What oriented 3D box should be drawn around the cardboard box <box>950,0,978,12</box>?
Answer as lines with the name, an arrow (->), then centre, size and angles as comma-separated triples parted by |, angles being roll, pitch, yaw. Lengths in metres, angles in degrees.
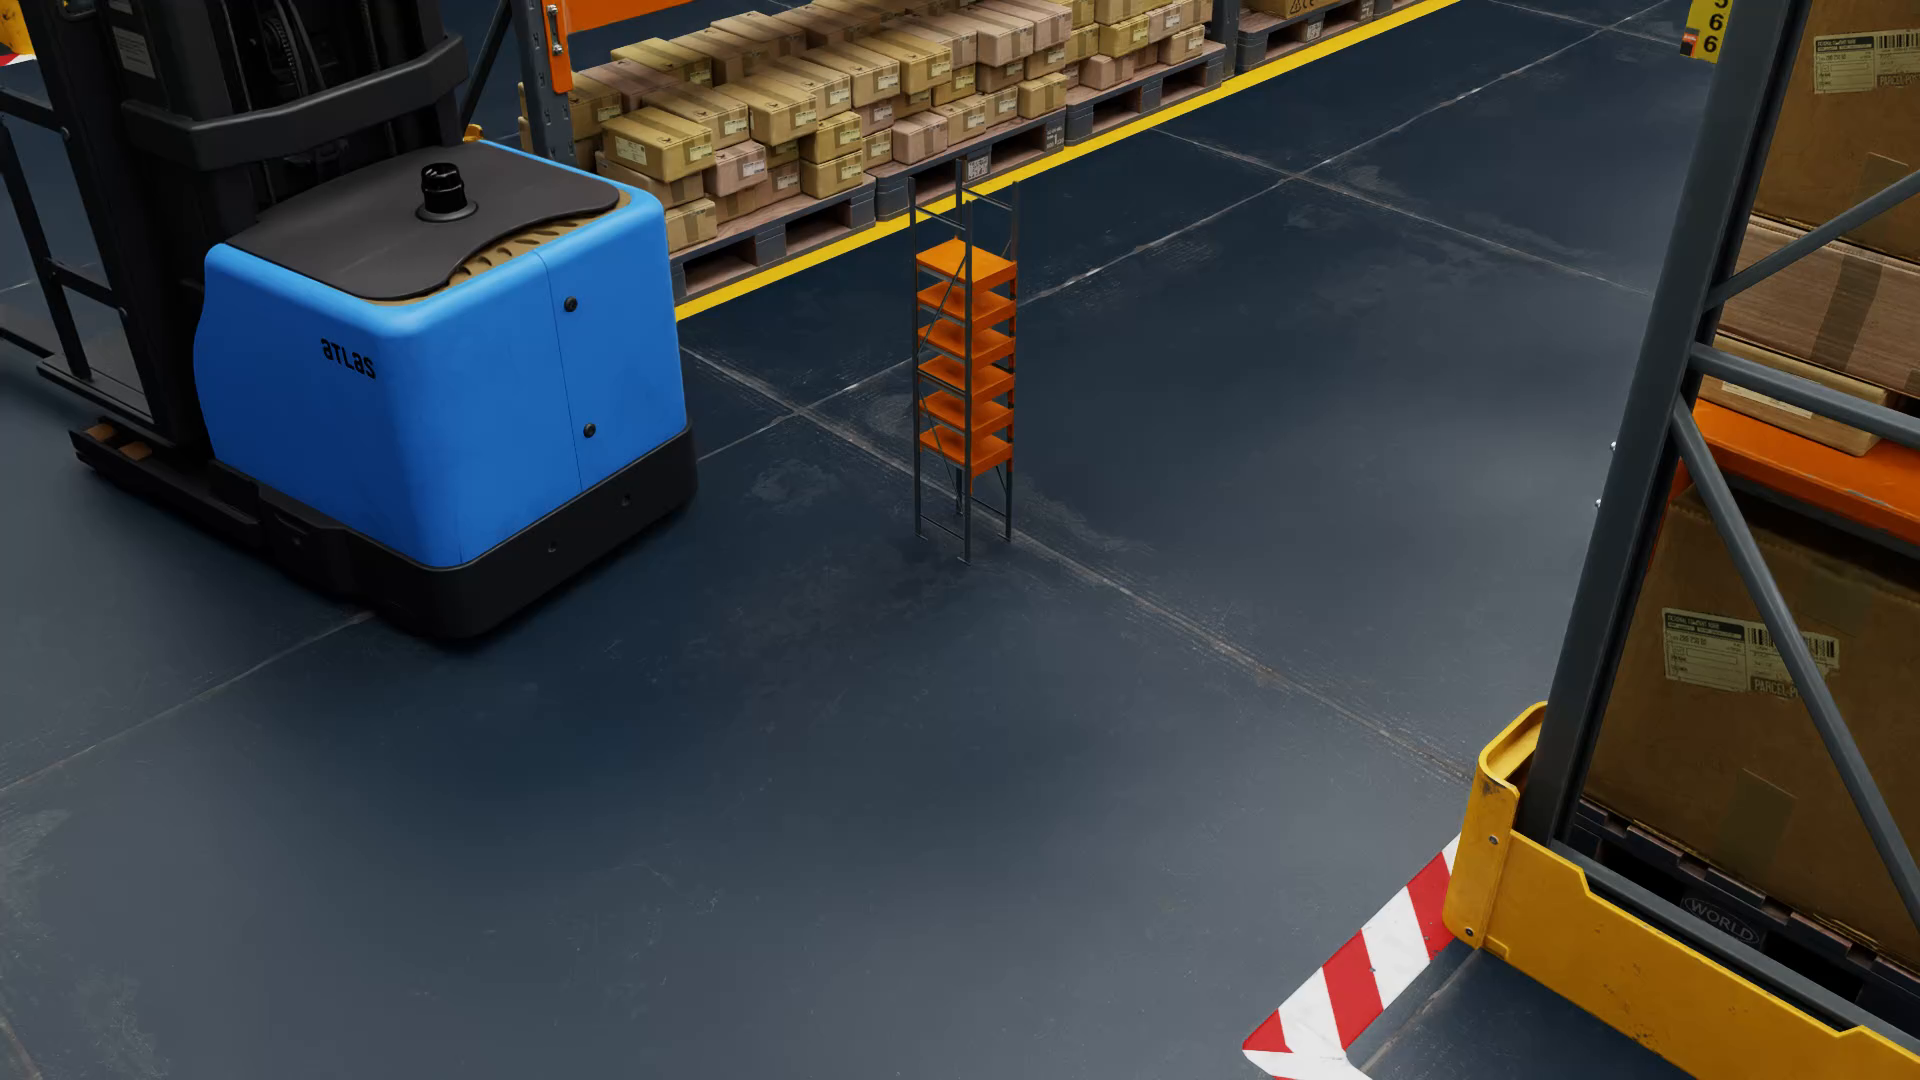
cardboard box -> -0.133, -2.627, 7.999 | 0.250, 0.149, 0.380 | -29, 44, -35

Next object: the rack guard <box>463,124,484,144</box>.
rack guard -> -1.723, -1.214, 6.554 | 1.175, 0.500, 0.348 | 30, 45, 35

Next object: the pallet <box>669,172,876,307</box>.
pallet -> -1.126, -1.411, 7.089 | 1.003, 0.211, 1.213 | 30, 45, 35

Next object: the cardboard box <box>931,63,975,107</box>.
cardboard box -> -0.147, -2.105, 7.511 | 0.250, 0.149, 0.380 | -28, 43, -34

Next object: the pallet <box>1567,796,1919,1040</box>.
pallet -> 2.179, 0.619, 4.178 | 1.003, 0.211, 1.213 | 30, 45, 35

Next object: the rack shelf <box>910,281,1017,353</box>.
rack shelf -> 0.010, -0.658, 4.803 | 0.258, 0.103, 0.180 | 30, 45, 35

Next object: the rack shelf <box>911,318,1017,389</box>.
rack shelf -> 0.010, -0.560, 4.872 | 0.258, 0.103, 0.180 | 30, 45, 35

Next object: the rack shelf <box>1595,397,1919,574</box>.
rack shelf -> 3.081, -0.685, 4.239 | 1.077, 0.370, 4.000 | 30, 45, 35

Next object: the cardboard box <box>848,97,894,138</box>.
cardboard box -> -0.506, -1.872, 7.178 | 0.380, 0.149, 0.250 | 27, 43, 33

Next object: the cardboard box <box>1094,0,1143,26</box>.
cardboard box -> 0.653, -2.606, 7.970 | 0.380, 0.149, 0.250 | 29, 44, 35

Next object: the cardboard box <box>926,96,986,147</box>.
cardboard box -> -0.100, -1.928, 7.518 | 0.380, 0.149, 0.250 | 30, 45, 35

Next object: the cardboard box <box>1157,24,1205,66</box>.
cardboard box -> 1.007, -2.539, 8.393 | 0.250, 0.149, 0.380 | -29, 44, -35

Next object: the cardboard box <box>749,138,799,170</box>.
cardboard box -> -0.883, -1.666, 6.882 | 0.250, 0.149, 0.380 | -29, 44, -35

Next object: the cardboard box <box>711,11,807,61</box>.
cardboard box -> -0.897, -2.219, 7.414 | 0.250, 0.149, 0.380 | -28, 44, -34

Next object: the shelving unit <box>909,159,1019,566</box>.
shelving unit -> 0.010, -0.498, 4.915 | 0.258, 1.200, 0.189 | 30, 45, 35

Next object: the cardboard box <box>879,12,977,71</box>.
cardboard box -> -0.144, -2.214, 7.407 | 0.380, 0.149, 0.250 | 30, 45, 35

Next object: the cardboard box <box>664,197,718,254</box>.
cardboard box -> -1.181, -1.295, 6.610 | 0.250, 0.149, 0.380 | -29, 44, -35

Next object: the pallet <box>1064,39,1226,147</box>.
pallet -> 0.593, -2.402, 8.509 | 1.003, 0.211, 1.213 | 30, 45, 35

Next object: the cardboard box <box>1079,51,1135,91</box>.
cardboard box -> 0.624, -2.334, 8.099 | 0.380, 0.149, 0.250 | 28, 44, 34

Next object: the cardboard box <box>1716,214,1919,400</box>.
cardboard box -> 1.825, -0.533, 3.263 | 0.500, 0.250, 0.500 | 29, 44, 35

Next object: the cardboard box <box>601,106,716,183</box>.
cardboard box -> -1.167, -1.531, 6.428 | 0.380, 0.149, 0.250 | 27, 43, 33

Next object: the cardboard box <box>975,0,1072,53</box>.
cardboard box -> 0.290, -2.385, 7.653 | 0.380, 0.149, 0.250 | 27, 43, 33

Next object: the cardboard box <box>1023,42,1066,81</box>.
cardboard box -> 0.275, -2.297, 7.786 | 0.250, 0.149, 0.380 | -29, 44, -35

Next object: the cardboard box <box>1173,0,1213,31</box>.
cardboard box -> 1.045, -2.701, 8.366 | 0.250, 0.149, 0.380 | -29, 44, -35

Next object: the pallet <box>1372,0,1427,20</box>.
pallet -> 2.448, -3.503, 10.088 | 1.003, 0.211, 1.213 | 30, 45, 35

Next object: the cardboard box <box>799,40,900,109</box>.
cardboard box -> -0.471, -1.985, 7.079 | 0.250, 0.149, 0.380 | -28, 44, -34

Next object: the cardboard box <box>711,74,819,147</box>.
cardboard box -> -0.789, -1.742, 6.731 | 0.380, 0.149, 0.250 | 29, 44, 35

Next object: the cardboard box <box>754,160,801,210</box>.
cardboard box -> -0.884, -1.538, 6.958 | 0.250, 0.149, 0.380 | -29, 44, -35

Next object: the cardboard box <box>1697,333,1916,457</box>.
cardboard box -> 1.689, -0.343, 3.339 | 0.250, 0.149, 0.380 | -29, 44, -35

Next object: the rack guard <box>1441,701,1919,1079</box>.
rack guard -> 1.655, 0.867, 3.570 | 1.175, 0.500, 0.348 | 30, 45, 35

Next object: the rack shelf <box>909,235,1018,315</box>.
rack shelf -> 0.010, -0.757, 4.735 | 0.258, 0.103, 0.180 | 30, 45, 35

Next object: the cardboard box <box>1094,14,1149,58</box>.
cardboard box -> 0.687, -2.470, 8.035 | 0.380, 0.149, 0.250 | 28, 44, 34

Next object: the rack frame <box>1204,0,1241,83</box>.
rack frame -> 1.041, -3.832, 8.123 | 1.000, 3.000, 0.127 | 30, 45, 35

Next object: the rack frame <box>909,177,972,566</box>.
rack frame -> -0.054, -0.461, 4.862 | 0.240, 1.200, 0.006 | 30, 45, 35

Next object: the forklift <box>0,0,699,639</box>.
forklift -> -2.340, -1.583, 4.958 | 3.031, 2.935, 1.130 | 22, 41, 28

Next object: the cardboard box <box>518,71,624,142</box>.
cardboard box -> -1.584, -1.772, 6.774 | 0.250, 0.149, 0.380 | -29, 44, -35

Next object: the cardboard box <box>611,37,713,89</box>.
cardboard box -> -1.274, -2.008, 7.112 | 0.380, 0.149, 0.250 | 29, 44, 34

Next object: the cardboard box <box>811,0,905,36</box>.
cardboard box -> -0.468, -2.399, 7.672 | 0.250, 0.149, 0.380 | -30, 45, -35

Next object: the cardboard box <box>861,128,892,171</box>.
cardboard box -> -0.514, -1.739, 7.247 | 0.380, 0.149, 0.250 | 30, 45, 35

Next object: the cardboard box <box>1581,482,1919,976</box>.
cardboard box -> 2.066, 0.239, 3.776 | 0.875, 0.875, 0.875 | 30, 45, 35

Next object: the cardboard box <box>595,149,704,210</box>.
cardboard box -> -1.226, -1.443, 6.561 | 0.250, 0.149, 0.380 | -28, 44, -34

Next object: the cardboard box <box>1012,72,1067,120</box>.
cardboard box -> 0.278, -2.118, 7.790 | 0.380, 0.149, 0.250 | 29, 44, 35
